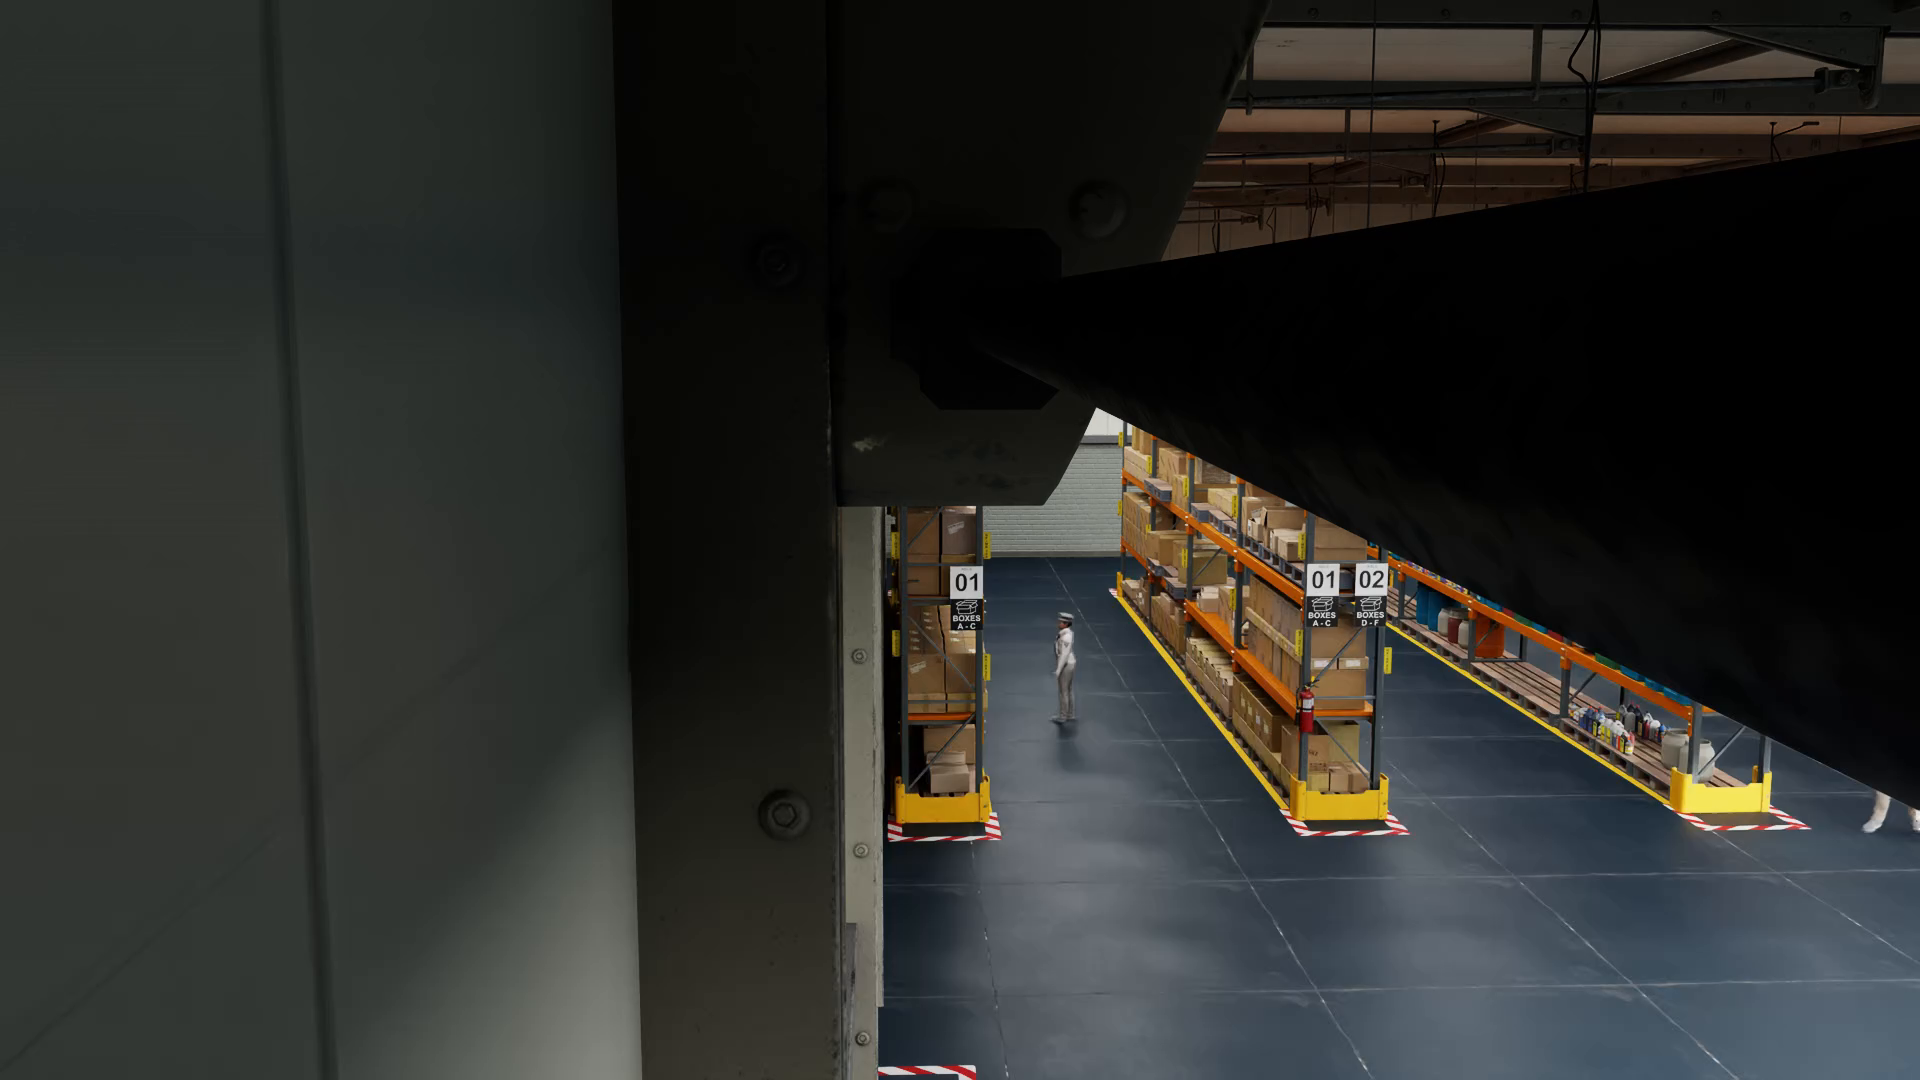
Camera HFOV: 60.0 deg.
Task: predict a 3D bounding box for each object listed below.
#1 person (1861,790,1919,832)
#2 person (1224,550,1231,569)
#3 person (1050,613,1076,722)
[{"bbox_3d":[11.376,2.674,20.096,0.681,1.704,0.690,6,10,35],"label":"person"},{"bbox_3d":[6.601,-0.192,40.124,0.545,1.784,0.707,8,11,43],"label":"person"},{"bbox_3d":[1.571,1.941,25.375,0.383,1.694,0.501,0,8,2],"label":"person"}]
